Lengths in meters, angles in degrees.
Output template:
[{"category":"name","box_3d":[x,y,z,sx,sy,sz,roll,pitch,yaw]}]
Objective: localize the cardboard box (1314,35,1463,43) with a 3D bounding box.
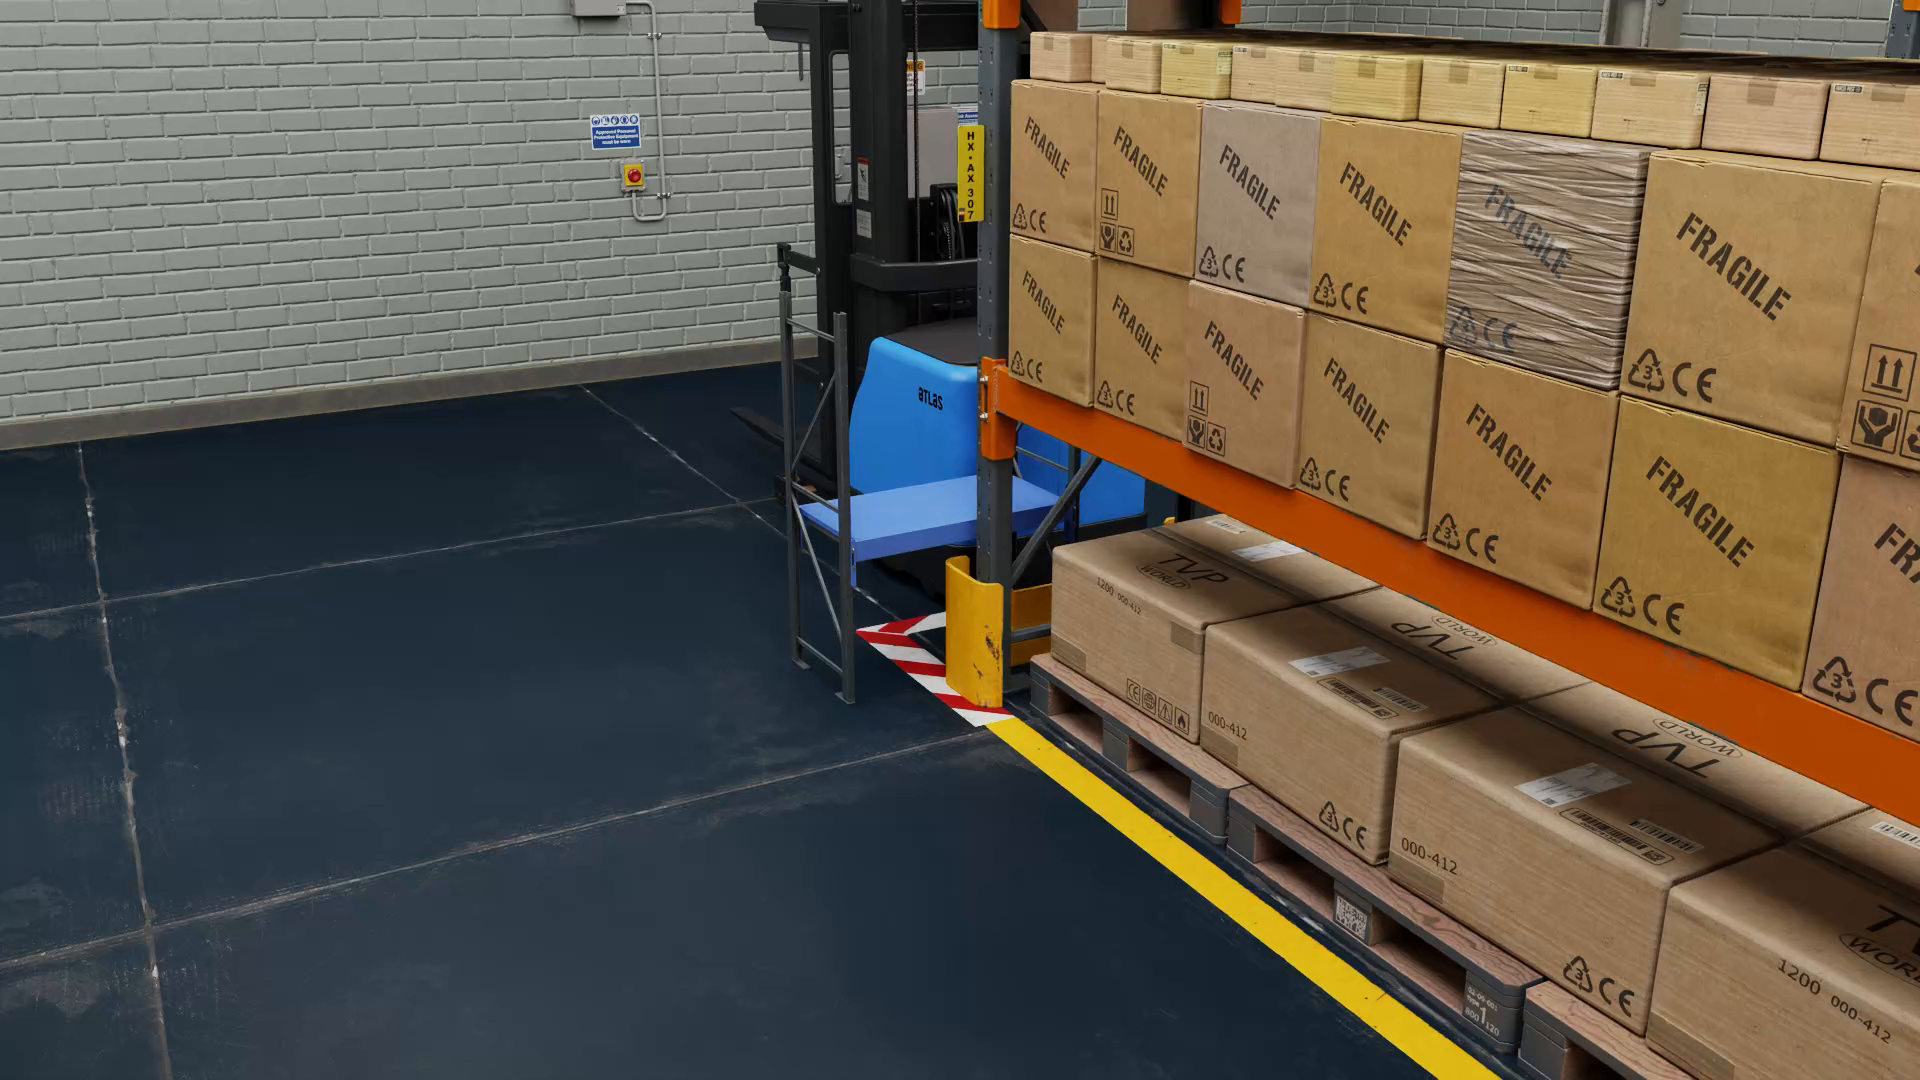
[{"category":"cardboard box","box_3d":[1.298,-1.451,5.056,0.380,0.149,0.250,-9,21,-25]}]

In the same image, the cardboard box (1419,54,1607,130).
[{"category":"cardboard box","box_3d":[1.321,-1.067,3.946,0.380,0.149,0.250,-10,21,-27]}]

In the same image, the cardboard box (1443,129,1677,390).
[{"category":"cardboard box","box_3d":[1.478,-0.661,3.762,0.500,0.500,0.500,-10,21,-26]}]

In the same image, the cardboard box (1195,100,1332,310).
[{"category":"cardboard box","box_3d":[1.009,-0.949,4.597,0.500,0.500,0.500,-10,21,-27]}]

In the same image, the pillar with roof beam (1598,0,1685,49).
[{"category":"pillar with roof beam","box_3d":[0.620,-4.758,8.123,9.100,9.000,0.400,-10,21,-27]}]

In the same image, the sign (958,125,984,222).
[{"category":"sign","box_3d":[0.038,-1.267,5.757,0.100,0.325,0.005,-10,21,-27]}]

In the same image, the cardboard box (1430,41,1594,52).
[{"category":"cardboard box","box_3d":[1.530,-1.302,4.625,0.380,0.149,0.250,-9,21,-25]}]

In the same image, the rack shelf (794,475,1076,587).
[{"category":"rack shelf","box_3d":[-0.102,-0.068,6.579,1.000,0.185,0.538,-11,22,-29]}]

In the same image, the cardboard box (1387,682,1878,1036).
[{"category":"cardboard box","box_3d":[1.799,0.802,4.492,0.875,0.438,0.875,-11,22,-28]}]

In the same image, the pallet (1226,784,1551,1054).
[{"category":"pallet","box_3d":[1.553,0.980,4.967,1.003,0.211,1.213,-10,21,-27]}]

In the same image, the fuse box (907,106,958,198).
[{"category":"fuse box","box_3d":[-0.251,-2.194,11.868,0.539,1.711,0.414,-10,21,-27]}]

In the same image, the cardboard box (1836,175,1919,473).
[{"category":"cardboard box","box_3d":[1.962,-0.369,2.917,0.500,0.500,0.500,-10,21,-27]}]

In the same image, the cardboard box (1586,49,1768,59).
[{"category":"cardboard box","box_3d":[1.800,-1.154,4.197,0.380,0.149,0.250,-10,21,-26]}]

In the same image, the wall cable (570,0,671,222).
[{"category":"wall cable","box_3d":[-2.169,-3.015,10.665,0.585,1.953,0.123,-10,21,-27]}]

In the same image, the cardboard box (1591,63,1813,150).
[{"category":"cardboard box","box_3d":[1.576,-0.924,3.530,0.380,0.149,0.250,-10,21,-27]}]

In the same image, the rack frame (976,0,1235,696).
[{"category":"rack frame","box_3d":[0.529,-0.905,6.155,1.000,3.000,0.127,-10,21,-27]}]

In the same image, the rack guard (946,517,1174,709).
[{"category":"rack guard","box_3d":[0.518,0.270,6.583,1.175,0.500,0.348,-10,21,-27]}]

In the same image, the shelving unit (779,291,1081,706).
[{"category":"shelving unit","box_3d":[-0.102,-0.238,6.520,1.048,1.500,0.538,-11,22,-29]}]

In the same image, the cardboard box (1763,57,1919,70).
[{"category":"cardboard box","box_3d":[2.048,-1.014,3.790,0.380,0.149,0.250,-11,22,-28]}]

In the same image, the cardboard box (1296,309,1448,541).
[{"category":"cardboard box","box_3d":[1.247,-0.339,4.362,0.500,0.500,0.500,-9,21,-25]}]

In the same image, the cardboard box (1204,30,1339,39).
[{"category":"cardboard box","box_3d":[1.018,-1.590,5.461,0.380,0.149,0.250,-10,21,-26]}]

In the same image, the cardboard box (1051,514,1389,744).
[{"category":"cardboard box","box_3d":[0.931,0.282,6.001,0.875,0.438,0.875,-11,22,-28]}]

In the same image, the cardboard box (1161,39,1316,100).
[{"category":"cardboard box","box_3d":[0.805,-1.357,4.786,0.380,0.149,0.250,-11,22,-28]}]

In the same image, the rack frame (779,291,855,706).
[{"category":"rack frame","box_3d":[-0.539,-0.153,6.275,0.032,1.500,0.500,-11,22,-29]}]

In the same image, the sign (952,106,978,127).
[{"category":"sign","box_3d":[0.085,-2.895,12.067,0.329,0.494,0.001,-10,21,-27]}]

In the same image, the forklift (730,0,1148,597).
[{"category":"forklift","box_3d":[-0.305,-1.563,8.168,1.130,2.935,3.031,-10,22,-28]}]

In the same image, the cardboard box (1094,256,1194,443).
[{"category":"cardboard box","box_3d":[0.769,-0.629,5.203,0.500,0.500,0.500,-10,22,-27]}]

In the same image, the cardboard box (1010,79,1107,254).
[{"category":"cardboard box","box_3d":[0.506,-1.243,5.449,0.500,0.500,0.500,-11,22,-28]}]

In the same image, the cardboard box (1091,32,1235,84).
[{"category":"cardboard box","box_3d":[0.641,-1.523,5.265,0.380,0.149,0.250,-9,21,-25]}]

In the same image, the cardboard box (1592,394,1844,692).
[{"category":"cardboard box","box_3d":[1.734,-0.044,3.508,0.500,0.500,0.500,-11,22,-28]}]

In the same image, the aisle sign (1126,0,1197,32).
[{"category":"aisle sign","box_3d":[0.768,-2.203,5.930,0.394,0.787,0.004,-10,21,-27]}]

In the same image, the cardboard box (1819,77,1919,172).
[{"category":"cardboard box","box_3d":[1.863,-0.788,3.136,0.380,0.149,0.250,-10,21,-27]}]

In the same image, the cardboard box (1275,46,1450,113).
[{"category":"cardboard box","box_3d":[1.057,-1.212,4.365,0.380,0.149,0.250,-10,21,-26]}]

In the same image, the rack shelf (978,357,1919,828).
[{"category":"rack shelf","box_3d":[1.479,0.009,4.609,1.077,0.370,4.000,-10,21,-27]}]
